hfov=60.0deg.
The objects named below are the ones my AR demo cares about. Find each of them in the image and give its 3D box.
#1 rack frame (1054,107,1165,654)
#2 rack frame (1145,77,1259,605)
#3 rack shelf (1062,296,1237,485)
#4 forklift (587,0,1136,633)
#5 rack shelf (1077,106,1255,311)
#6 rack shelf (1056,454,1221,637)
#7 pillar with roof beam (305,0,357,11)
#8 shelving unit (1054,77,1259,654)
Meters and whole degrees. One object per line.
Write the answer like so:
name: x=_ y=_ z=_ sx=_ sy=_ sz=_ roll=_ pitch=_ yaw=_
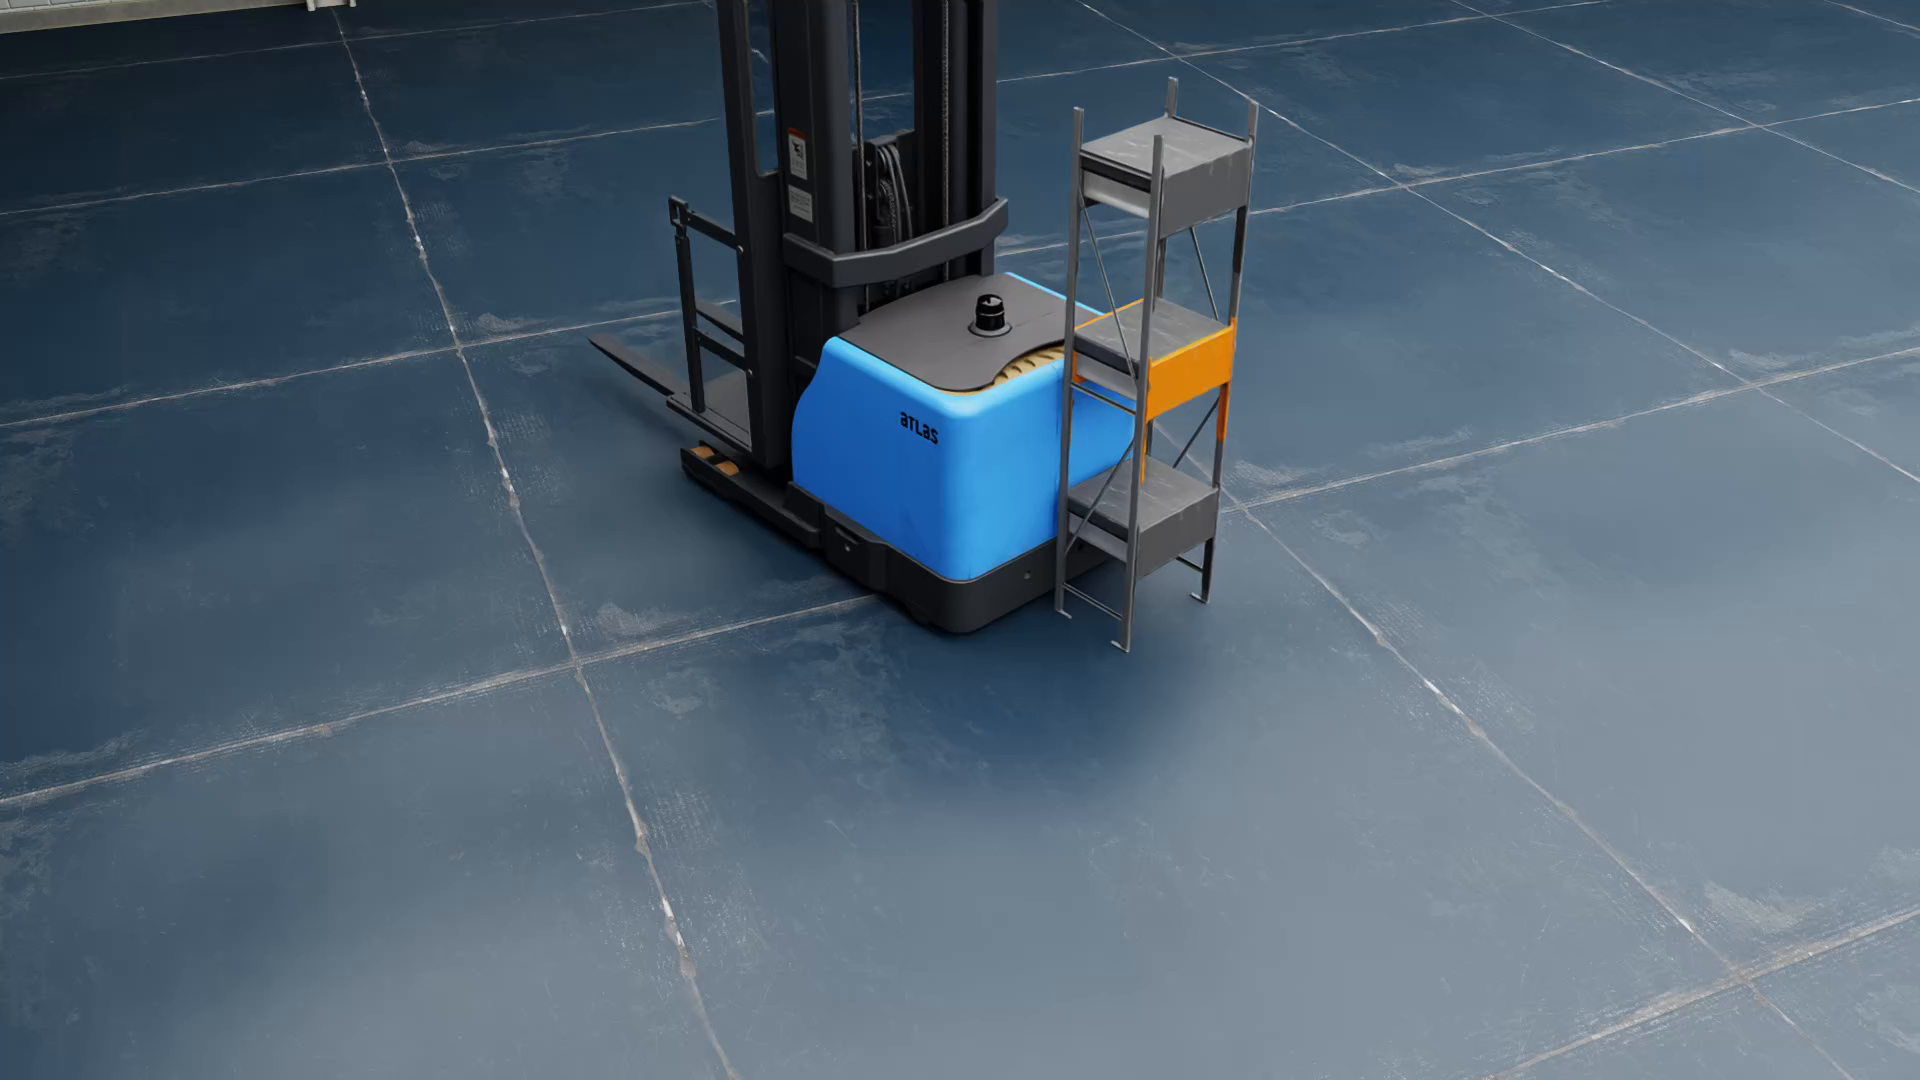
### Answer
rack frame: x=0.527 y=-0.513 z=6.113 sx=0.015 sy=2.100 sz=0.400 roll=-27 pitch=42 yaw=-35
rack frame: x=0.885 y=-0.694 z=6.392 sx=0.015 sy=2.100 sz=0.400 roll=-27 pitch=42 yaw=-35
rack shelf: x=0.706 y=-0.592 z=6.260 sx=0.480 sy=0.518 sz=0.431 roll=-27 pitch=42 yaw=-35
forklift: x=-0.630 y=-1.583 z=6.996 sx=1.130 sy=2.935 sz=3.031 roll=-26 pitch=41 yaw=-34
rack shelf: x=0.706 y=-1.179 z=5.878 sx=0.480 sy=0.518 sz=0.431 roll=-27 pitch=42 yaw=-35
rack shelf: x=0.706 y=-0.006 z=6.642 sx=0.480 sy=0.518 sz=0.431 roll=-27 pitch=42 yaw=-35
pillar with roof beam: x=-3.772 y=-6.241 z=8.590 sx=0.400 sy=9.000 sz=9.100 roll=-13 pitch=35 yaw=-19
shelving unit: x=0.706 y=-0.604 z=6.253 sx=0.503 sy=2.100 sz=0.431 roll=-27 pitch=42 yaw=-35
